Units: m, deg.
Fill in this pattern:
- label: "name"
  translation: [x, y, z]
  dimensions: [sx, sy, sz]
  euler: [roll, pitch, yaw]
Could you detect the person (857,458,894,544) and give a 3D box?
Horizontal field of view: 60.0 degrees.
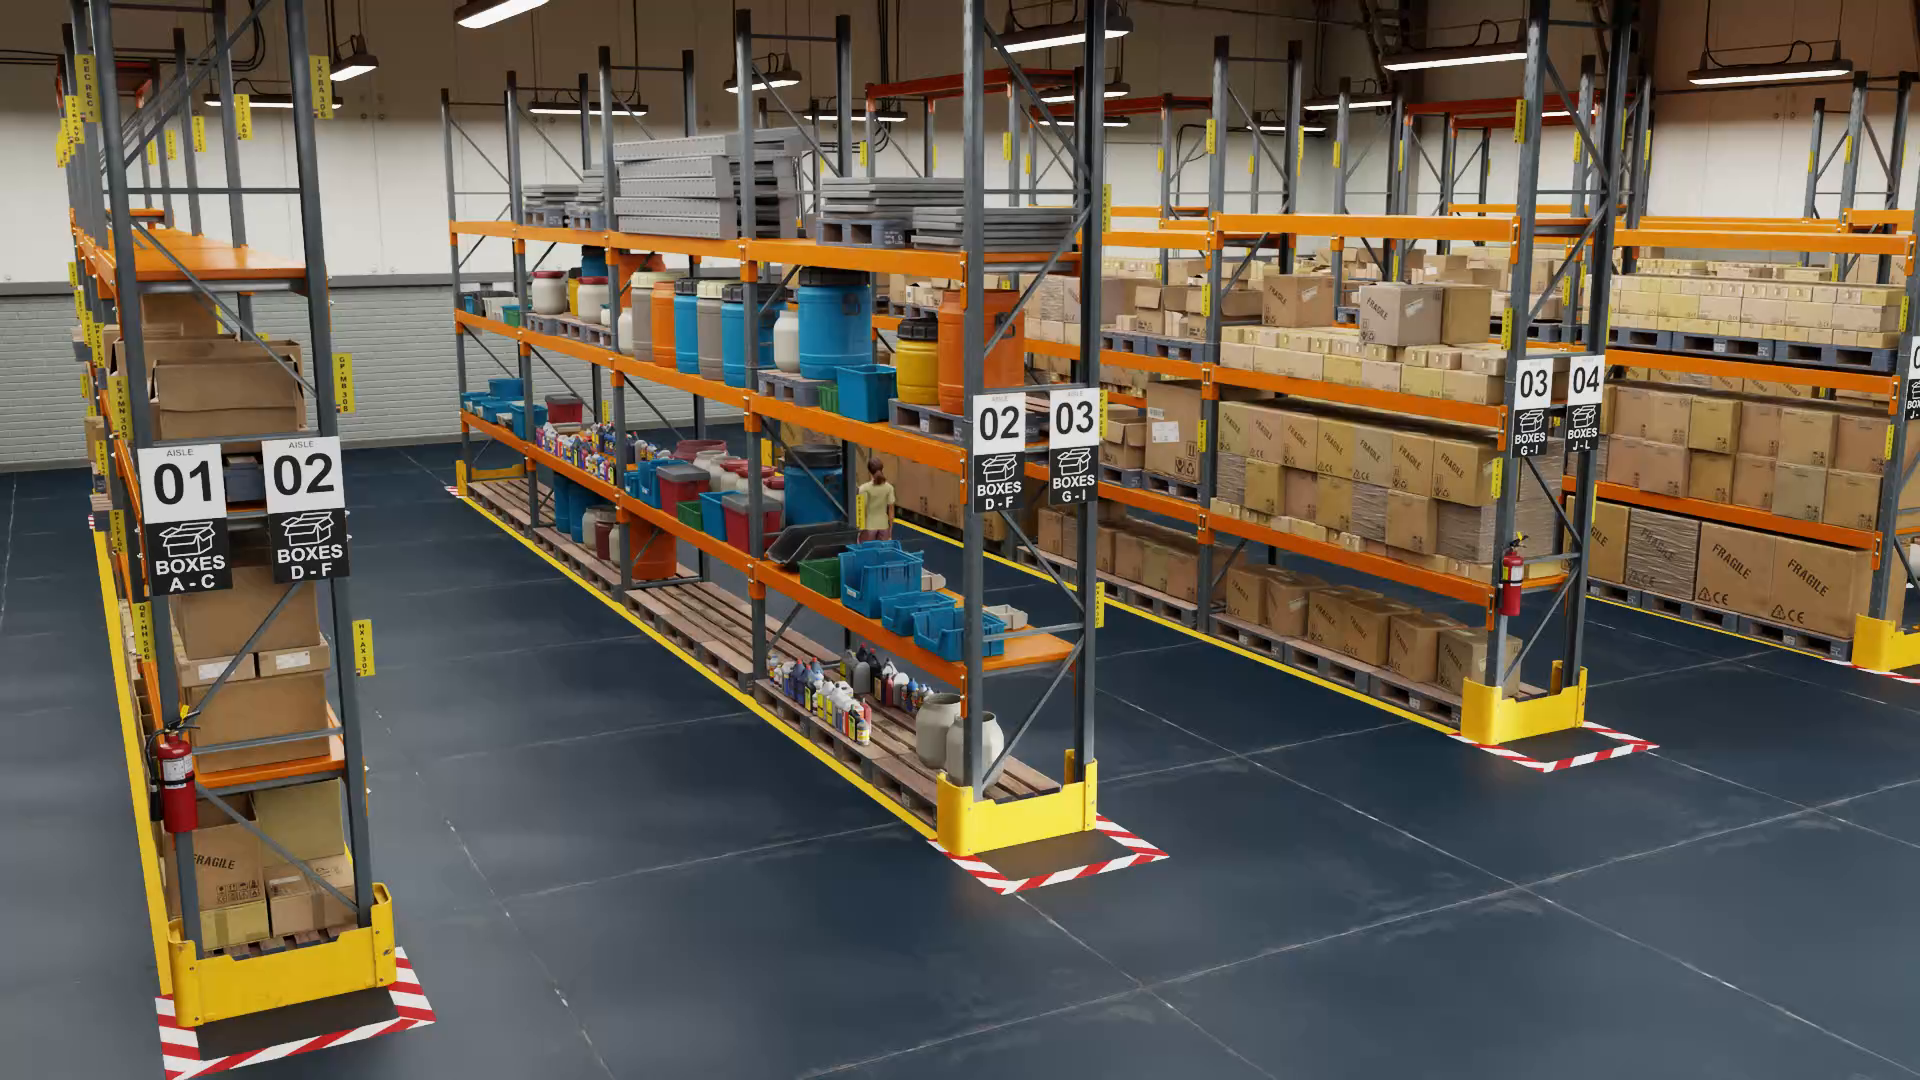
- label: "person"
  translation: [-0.951, -0.076, 18.310]
  dimensions: [0.445, 1.684, 0.391]
  euler: [-6, 13, -27]
